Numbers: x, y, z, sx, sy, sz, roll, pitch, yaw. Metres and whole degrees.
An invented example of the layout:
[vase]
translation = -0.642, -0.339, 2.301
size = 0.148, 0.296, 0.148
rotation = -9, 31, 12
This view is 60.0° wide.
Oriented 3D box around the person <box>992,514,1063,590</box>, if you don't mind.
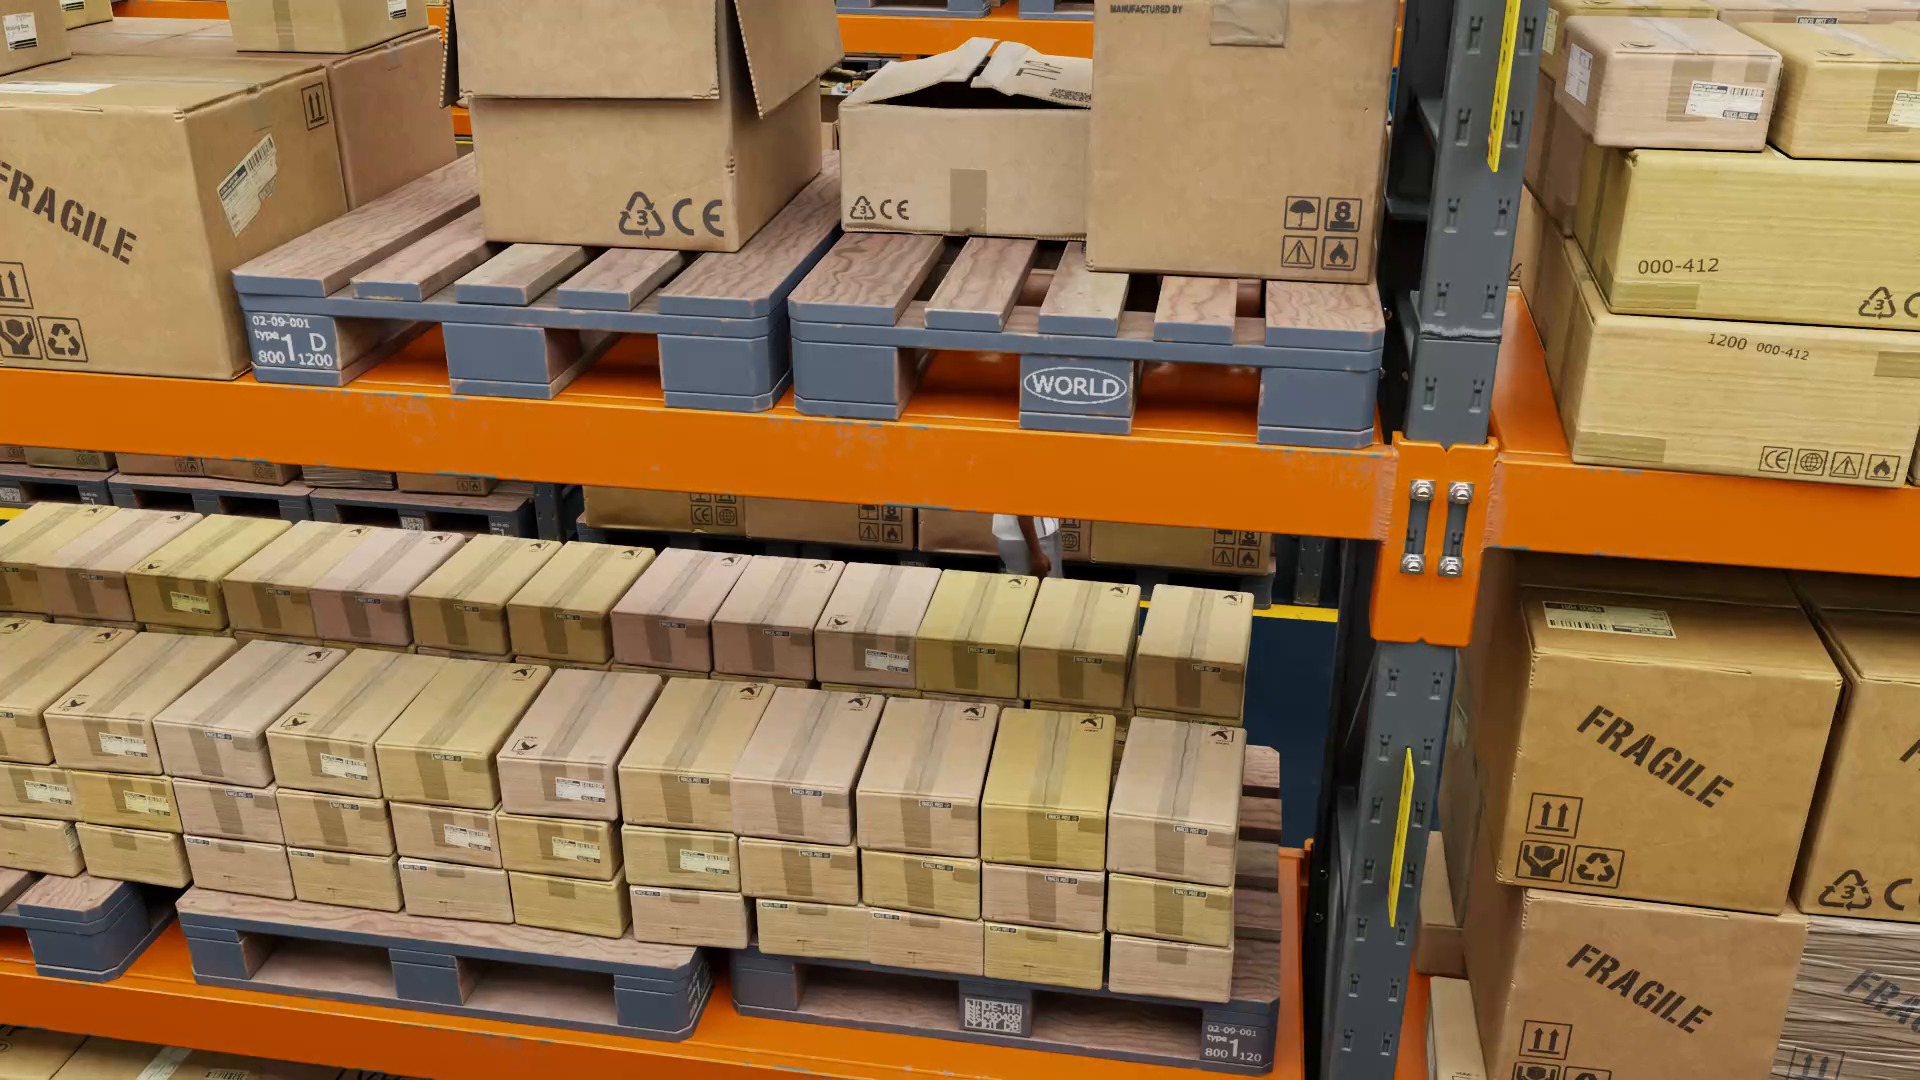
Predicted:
[person]
translation = 0.335, -0.026, 7.163
size = 0.392, 1.659, 0.506
rotation = 4, 25, 9
